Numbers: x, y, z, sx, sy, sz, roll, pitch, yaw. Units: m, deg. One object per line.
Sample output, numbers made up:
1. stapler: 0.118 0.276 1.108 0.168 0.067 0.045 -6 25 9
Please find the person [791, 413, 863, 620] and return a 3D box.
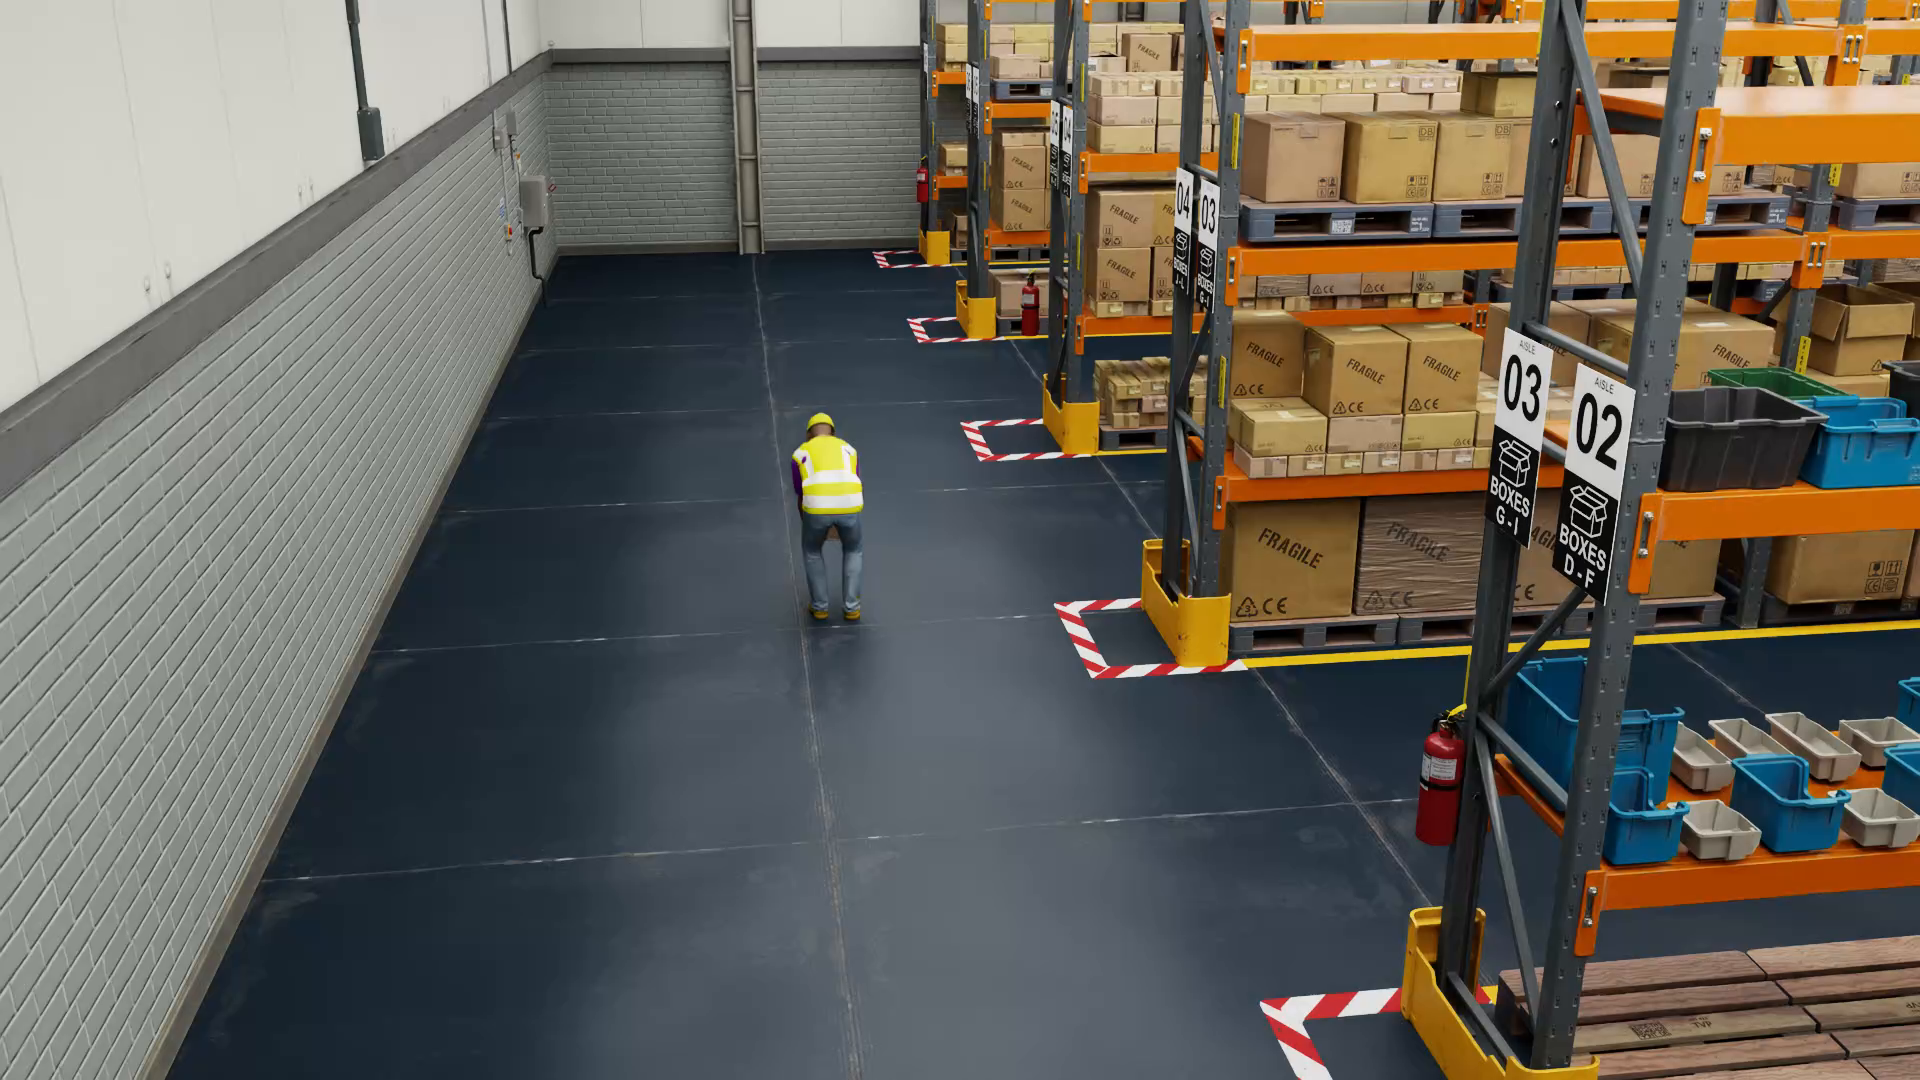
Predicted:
1. person: -0.963 -0.171 12.080 0.490 1.376 0.897 -3 20 -9
